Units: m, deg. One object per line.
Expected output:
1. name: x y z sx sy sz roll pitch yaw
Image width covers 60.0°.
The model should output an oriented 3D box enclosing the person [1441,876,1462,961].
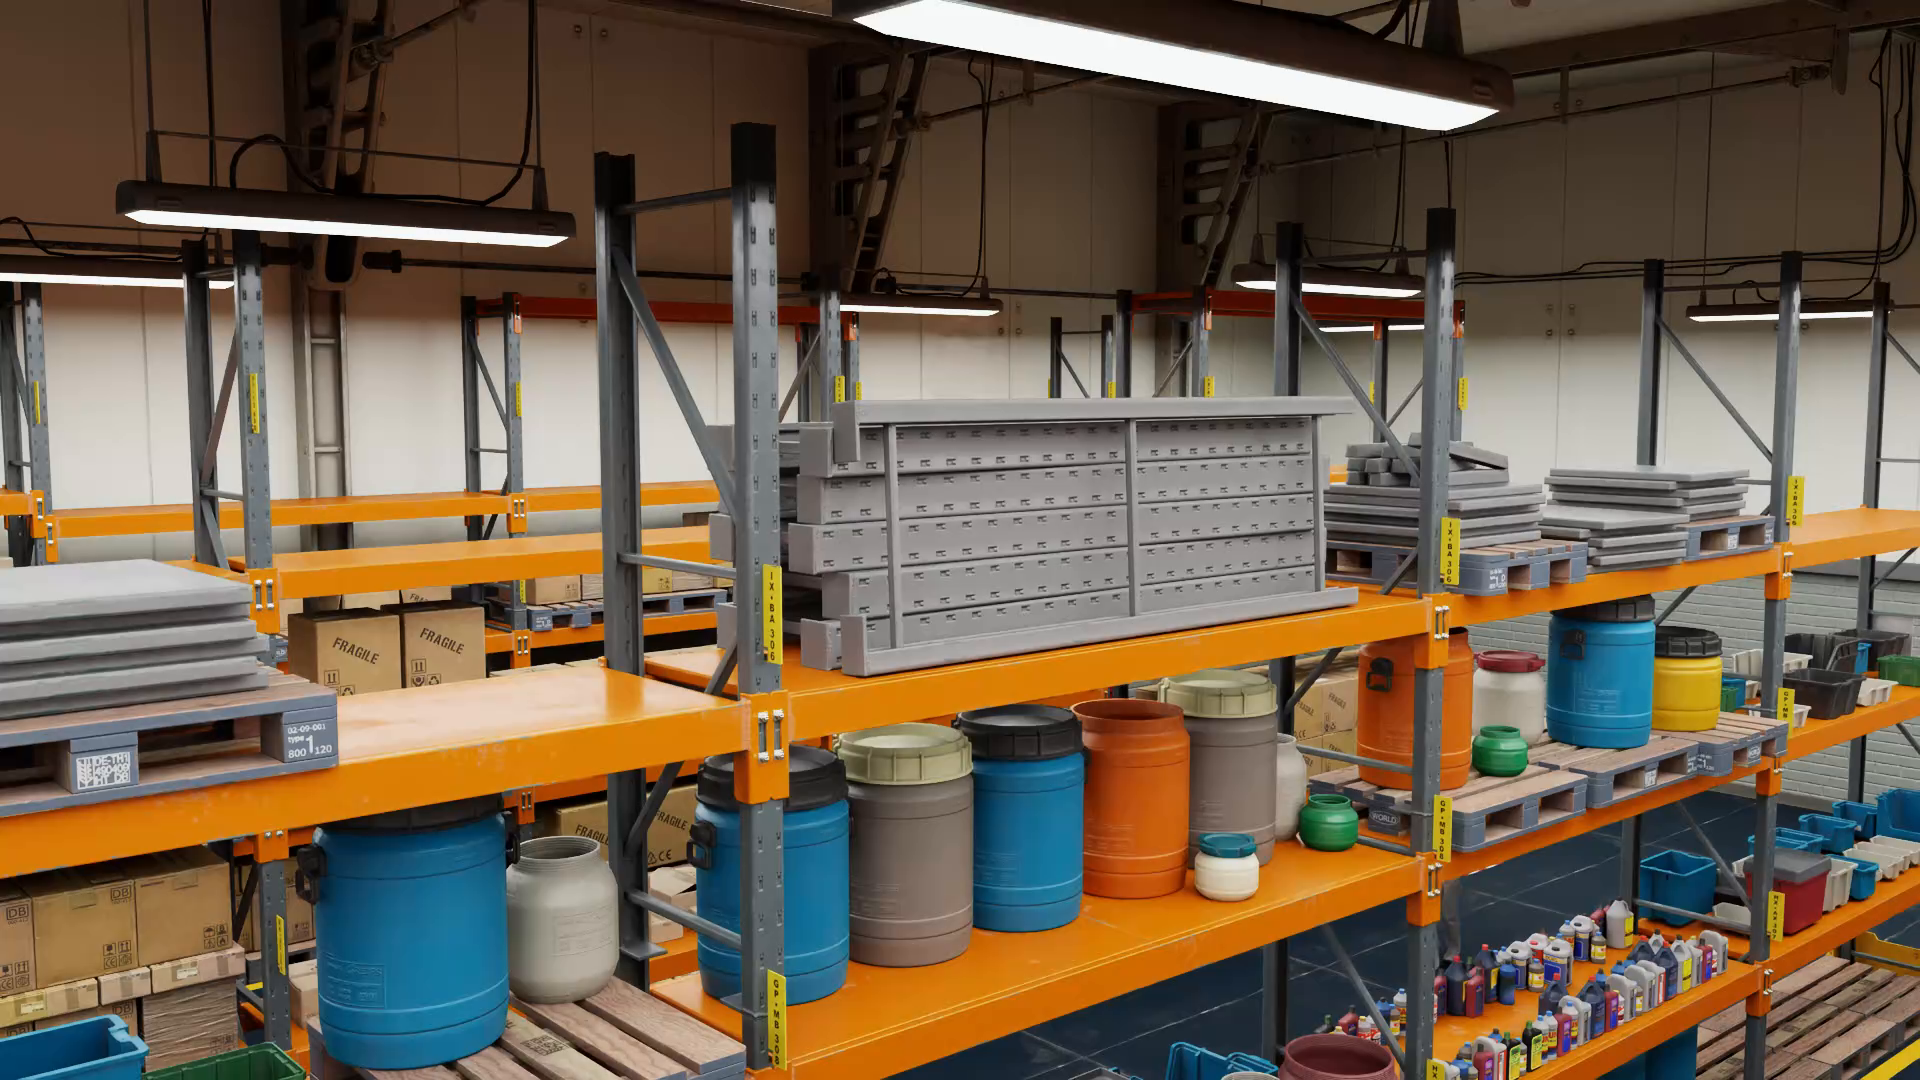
1. person: 4.184 2.947 14.561 0.619 1.705 0.779 3 6 32
